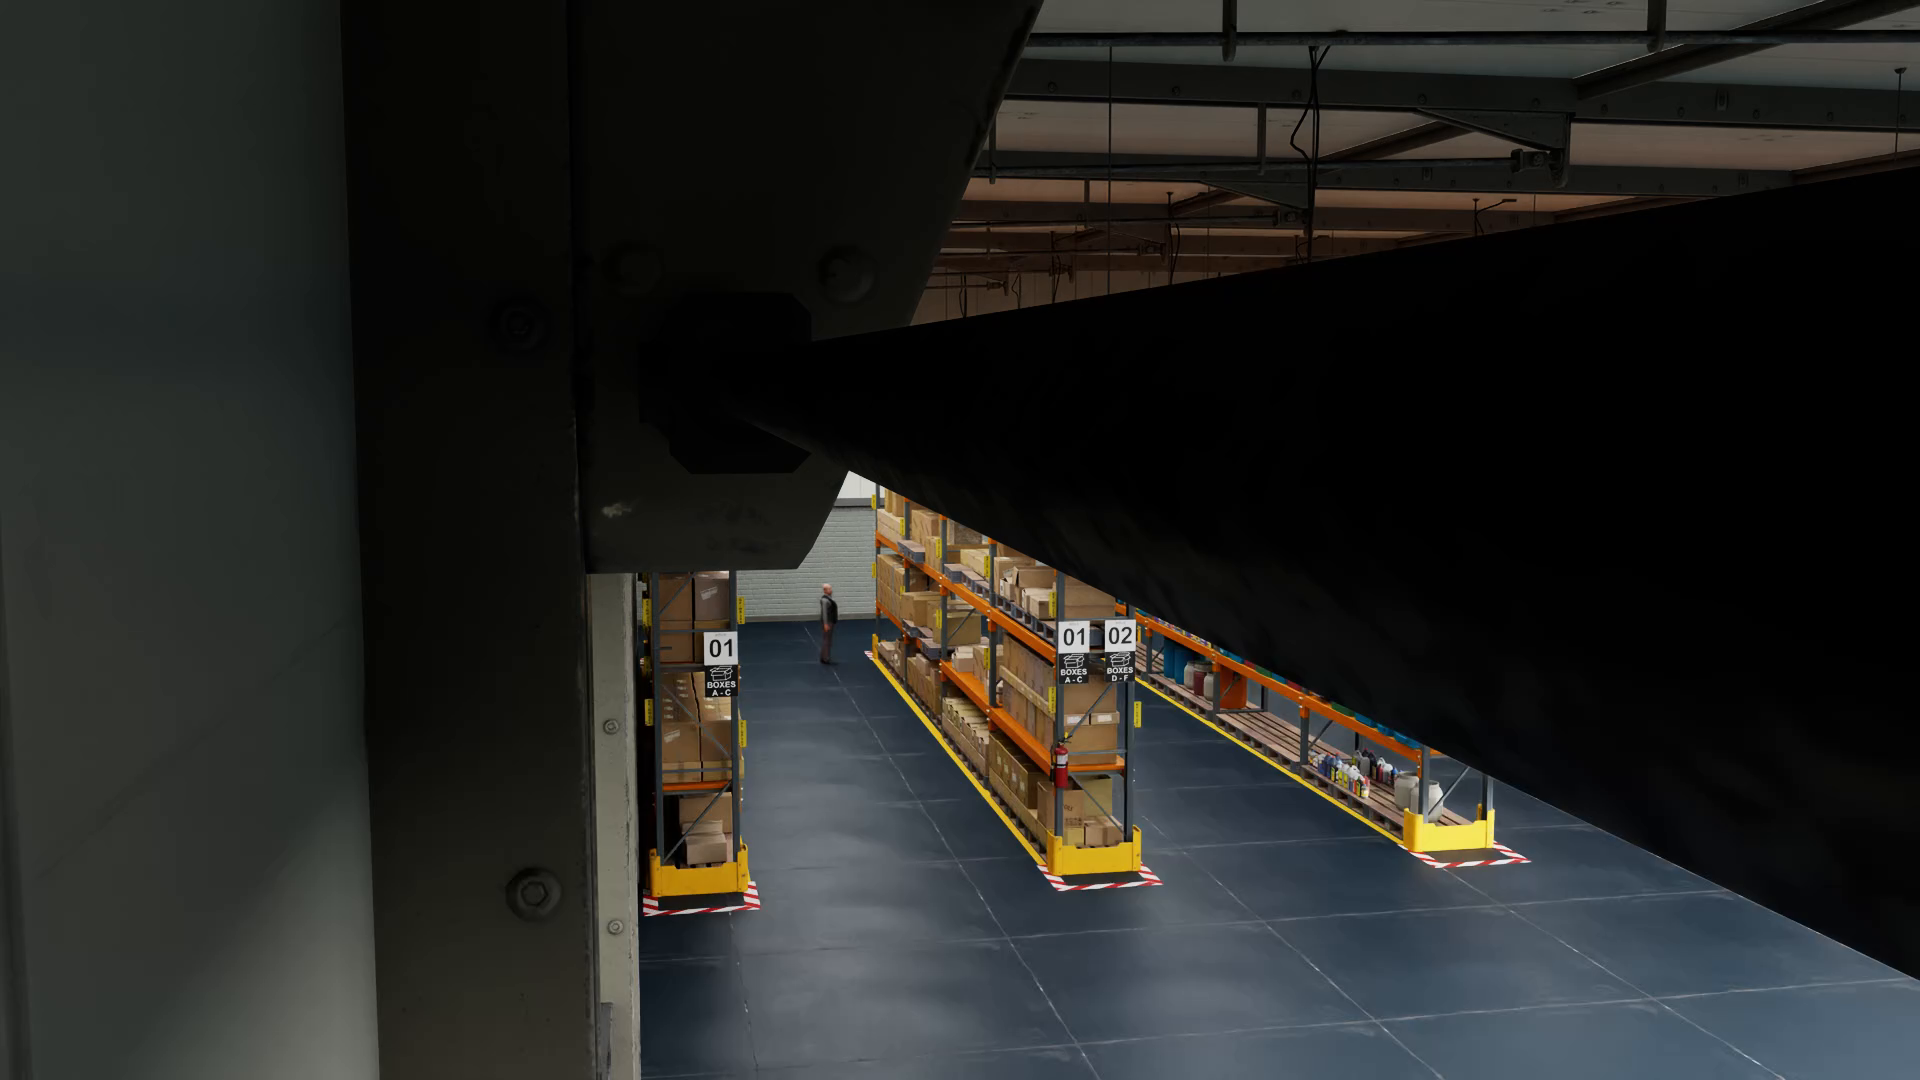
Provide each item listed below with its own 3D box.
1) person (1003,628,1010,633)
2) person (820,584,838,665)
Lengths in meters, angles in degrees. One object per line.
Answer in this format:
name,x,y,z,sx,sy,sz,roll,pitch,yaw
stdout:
person,1.193,1.960,34.432,0.585,1.606,1.006,-1,6,-9
person,-2.829,1.805,35.788,0.394,1.735,0.580,0,6,3
